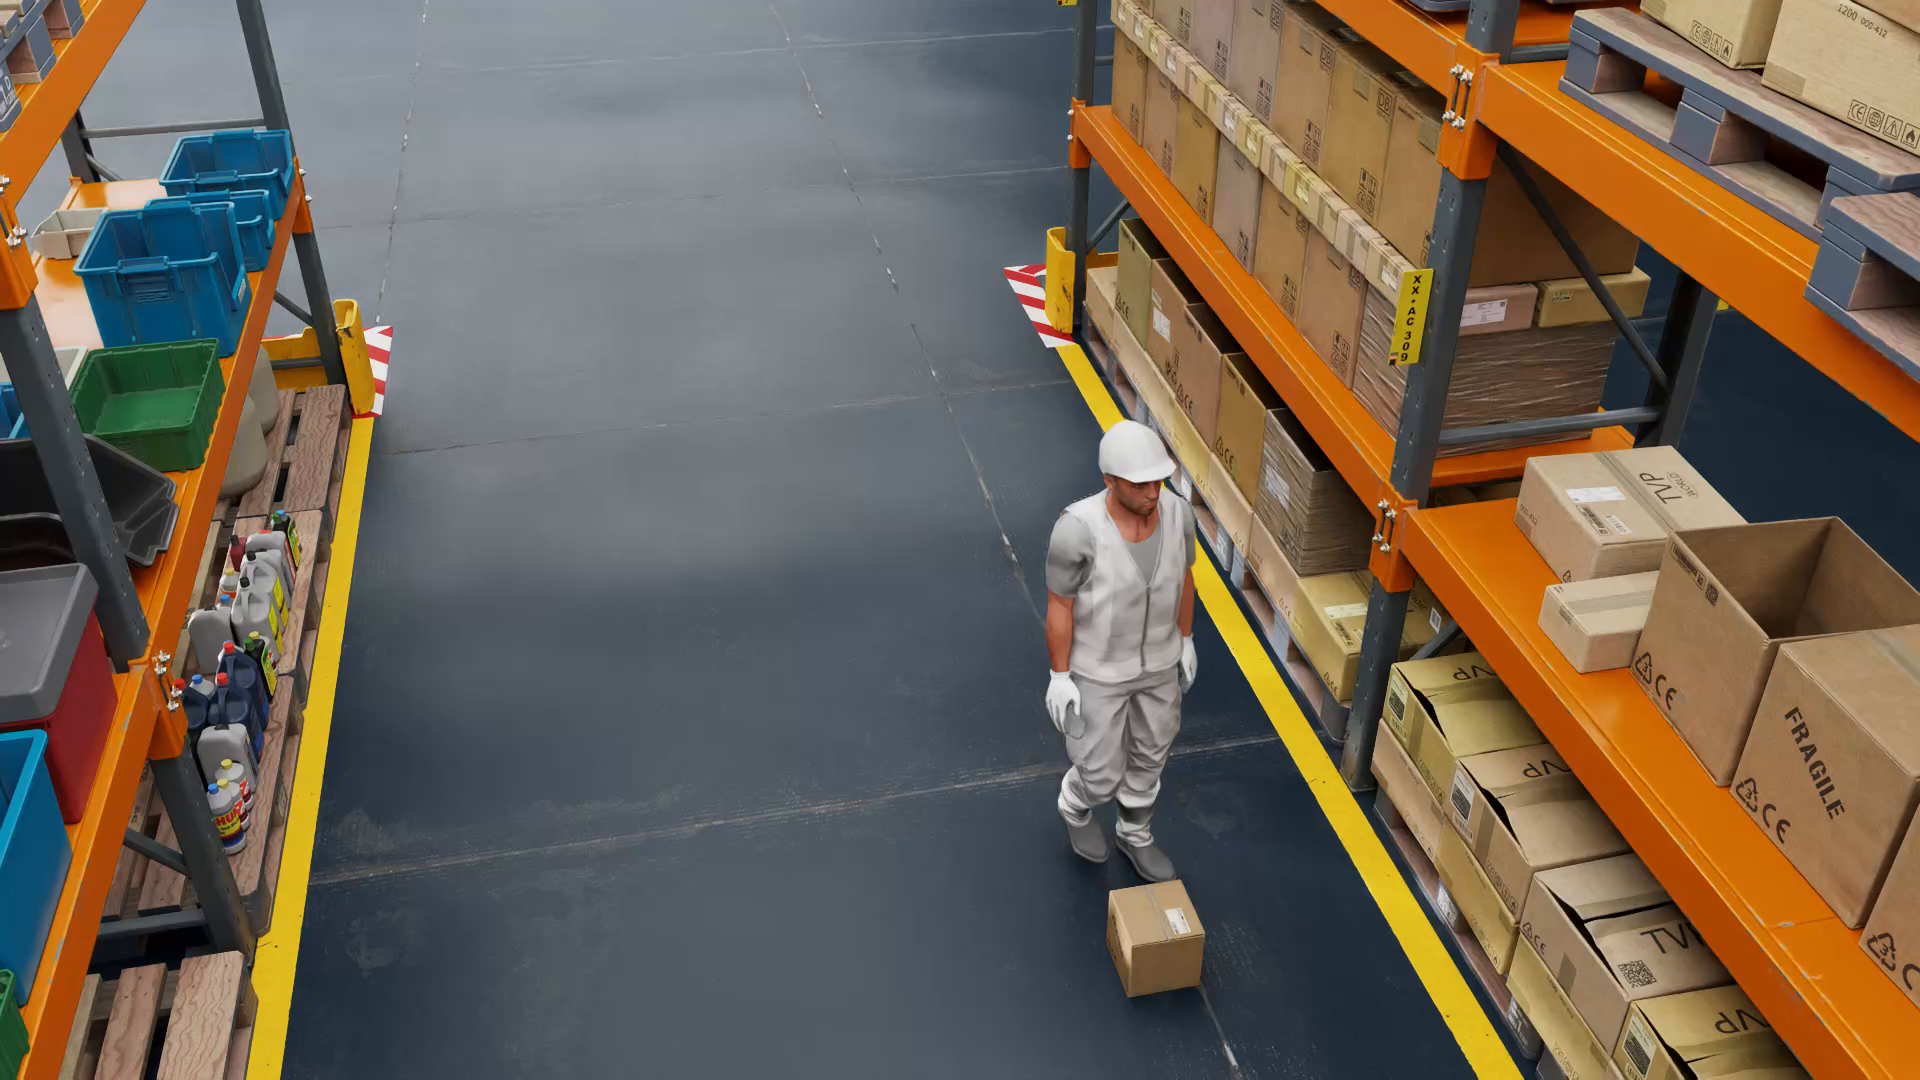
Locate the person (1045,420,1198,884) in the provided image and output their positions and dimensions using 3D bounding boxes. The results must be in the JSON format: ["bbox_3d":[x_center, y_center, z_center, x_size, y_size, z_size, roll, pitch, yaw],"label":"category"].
[{"bbox_3d":[0.530,0.407,5.488,0.579,1.793,0.443,-14,36,-19],"label":"person"}]
